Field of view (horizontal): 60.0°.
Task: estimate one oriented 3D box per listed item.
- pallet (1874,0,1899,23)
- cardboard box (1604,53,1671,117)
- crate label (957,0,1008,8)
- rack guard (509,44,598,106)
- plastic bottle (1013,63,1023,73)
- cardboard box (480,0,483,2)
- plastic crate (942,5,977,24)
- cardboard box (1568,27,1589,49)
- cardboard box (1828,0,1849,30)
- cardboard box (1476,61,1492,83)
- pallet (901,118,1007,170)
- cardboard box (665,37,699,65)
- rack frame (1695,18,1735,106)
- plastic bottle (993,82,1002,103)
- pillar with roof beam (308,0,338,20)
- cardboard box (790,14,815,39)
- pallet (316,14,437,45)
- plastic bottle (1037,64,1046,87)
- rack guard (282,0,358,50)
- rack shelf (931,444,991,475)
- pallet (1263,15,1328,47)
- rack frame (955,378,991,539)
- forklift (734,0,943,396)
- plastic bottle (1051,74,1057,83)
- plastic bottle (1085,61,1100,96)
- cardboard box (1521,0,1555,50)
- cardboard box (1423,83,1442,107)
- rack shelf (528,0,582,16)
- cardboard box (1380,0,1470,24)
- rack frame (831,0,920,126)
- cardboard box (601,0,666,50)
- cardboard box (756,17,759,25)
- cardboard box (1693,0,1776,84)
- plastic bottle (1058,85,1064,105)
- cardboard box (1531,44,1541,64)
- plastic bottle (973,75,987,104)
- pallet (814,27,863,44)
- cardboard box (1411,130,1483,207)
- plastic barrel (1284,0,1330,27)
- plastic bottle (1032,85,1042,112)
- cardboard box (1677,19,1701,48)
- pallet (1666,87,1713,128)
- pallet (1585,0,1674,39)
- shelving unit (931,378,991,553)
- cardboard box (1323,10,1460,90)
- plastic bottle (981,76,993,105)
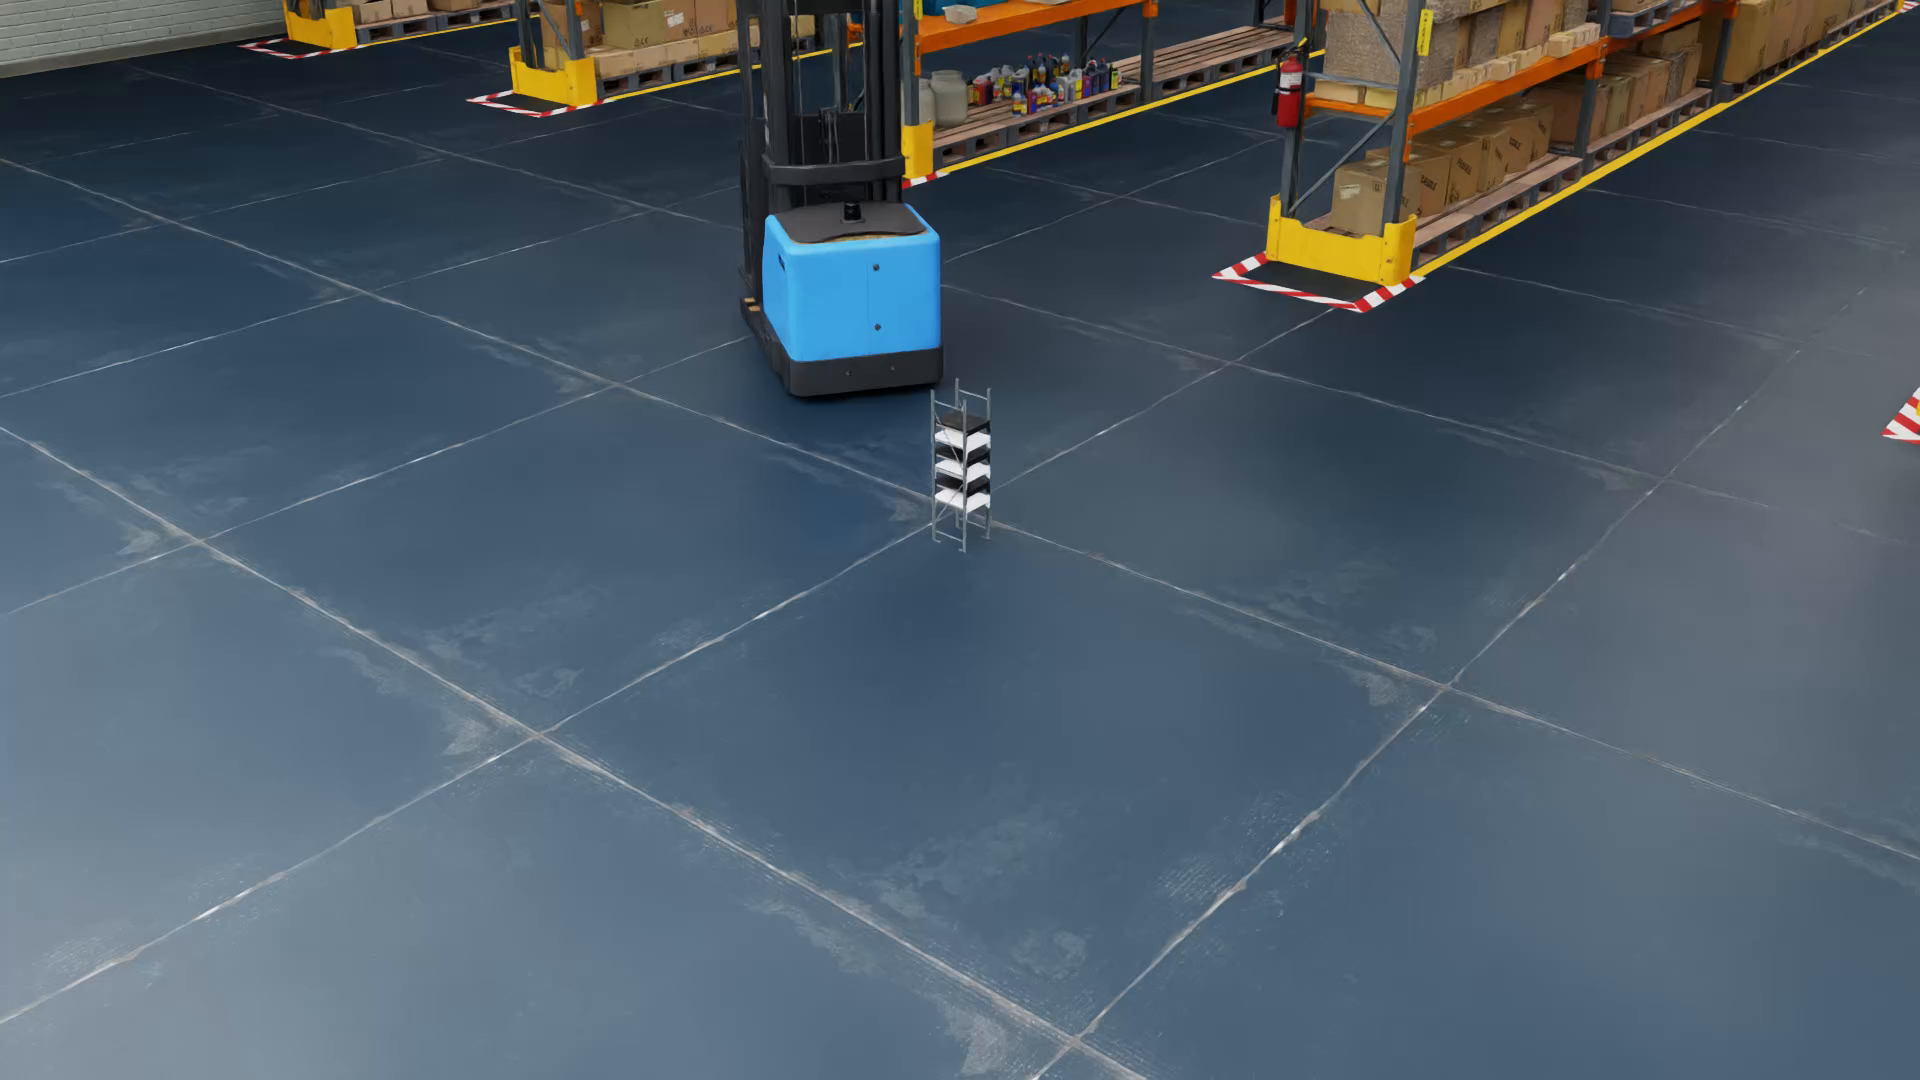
[{"bbox_3d":[12.744,-7.655,23.817,1.003,0.211,1.213,21,34,34],"label":"pallet"},{"bbox_3d":[6.994,-4.802,17.509,0.700,0.500,0.500,24,36,38],"label":"cardboard box"},{"bbox_3d":[0.155,-5.722,17.007,0.502,0.435,0.616,21,34,34],"label":"crate label"},{"bbox_3d":[-4.642,-5.305,18.960,1.175,0.500,0.348,21,34,34],"label":"rack guard"},{"bbox_3d":[0.646,-5.103,18.328,0.061,0.283,0.133,23,35,37],"label":"plastic bottle"},{"bbox_3d":[-6.940,-7.656,23.409,0.380,0.149,0.250,18,32,30],"label":"cardboard box"},{"bbox_3d":[0.011,-5.081,16.094,0.298,0.136,0.250,21,34,34],"label":"plastic crate"},{"bbox_3d":[5.483,-4.586,15.123,0.380,0.149,0.250,21,34,34],"label":"cardboard box"},{"bbox_3d":[11.129,-7.235,21.826,0.875,0.875,0.875,21,34,34],"label":"cardboard box"},{"bbox_3d":[4.170,-3.892,13.782,0.380,0.149,0.250,21,34,34],"label":"cardboard box"},{"bbox_3d":[-0.274,-4.063,16.875,1.003,0.211,1.213,21,34,34],"label":"pallet"},{"bbox_3d":[-3.480,-5.869,19.867,0.500,0.250,0.500,21,34,34],"label":"cardboard box"},{"bbox_3d":[8.103,-6.363,18.286,1.000,3.000,0.127,21,34,34],"label":"rack frame"},{"bbox_3d":[0.401,-4.807,17.844,0.097,0.201,0.097,0,27,0],"label":"plastic bottle"},{"bbox_3d":[-5.352,-9.777,18.356,9.100,9.000,0.400,21,34,34],"label":"pillar with roof beam"},{"bbox_3d":[-2.209,-6.579,21.238,0.500,0.250,0.500,21,34,34],"label":"cardboard box"},{"bbox_3d":[-7.859,-6.936,22.428,1.003,0.211,1.213,21,34,34],"label":"pallet"},{"bbox_3d":[0.905,-5.125,18.382,0.097,0.271,0.097,0,27,0],"label":"plastic bottle"},{"bbox_3d":[-8.403,-6.787,21.825,1.175,0.500,0.348,21,34,34],"label":"rack guard"},{"bbox_3d":[0.005,-0.453,9.023,0.258,0.077,0.200,21,34,34],"label":"rack shelf"},{"bbox_3d":[4.751,-6.864,22.289,1.003,0.211,1.213,21,34,34],"label":"pallet"},{"bbox_3d":[0.070,-0.439,9.118,0.240,0.900,0.006,21,34,34],"label":"rack frame"},{"bbox_3d":[-1.014,-2.904,11.673,1.130,2.935,3.031,-8,28,-14],"label":"forklift"},{"bbox_3d":[1.034,-4.861,17.859,0.061,0.283,0.133,21,34,34],"label":"plastic bottle"},{"bbox_3d":[1.428,-5.031,18.115,0.144,0.351,0.185,19,33,32],"label":"plastic bottle"},{"bbox_3d":[4.640,-4.607,14.457,0.875,0.500,0.500,21,34,34],"label":"cardboard box"},{"bbox_3d":[3.554,-3.530,13.082,0.380,0.149,0.250,21,34,34],"label":"cardboard box"},{"bbox_3d":[-3.355,-6.813,19.938,1.077,0.370,4.000,21,34,34],"label":"rack shelf"},{"bbox_3d":[3.575,-4.263,12.705,0.500,0.500,0.500,21,34,34],"label":"cardboard box"},{"bbox_3d":[-0.807,-4.975,15.601,1.000,3.000,0.127,21,34,34],"label":"rack frame"},{"bbox_3d":[-3.797,-6.025,19.351,0.500,0.500,0.500,21,34,34],"label":"cardboard box"},{"bbox_3d":[-2.536,-6.738,20.729,0.500,0.500,0.500,21,34,34],"label":"cardboard box"},{"bbox_3d":[8.558,-5.845,19.139,1.225,0.875,0.875,19,33,32],"label":"cardboard box"},{"bbox_3d":[1.062,-4.744,17.722,0.097,0.201,0.097,0,27,0],"label":"plastic bottle"},{"bbox_3d":[4.816,-4.243,14.460,0.380,0.149,0.250,21,34,34],"label":"cardboard box"},{"bbox_3d":[0.204,-4.821,17.790,0.152,0.276,0.135,21,34,35],"label":"plastic bottle"},{"bbox_3d":[-1.644,-6.876,22.311,1.003,0.211,1.213,21,34,34],"label":"pallet"},{"bbox_3d":[4.192,-3.258,14.547,0.500,0.500,0.500,25,36,39],"label":"cardboard box"},{"bbox_3d":[4.580,-7.212,21.831,0.600,0.830,0.708,21,34,34],"label":"plastic barrel"},{"bbox_3d":[0.805,-4.631,17.429,0.097,0.271,0.097,0,27,0],"label":"plastic bottle"},{"bbox_3d":[7.700,-5.535,18.111,0.500,0.250,0.500,22,35,36],"label":"cardboard box"},{"bbox_3d":[7.605,-4.848,18.392,1.003,0.211,1.213,21,34,34],"label":"pallet"},{"bbox_3d":[6.158,-5.088,16.030,1.003,0.211,1.213,21,34,34],"label":"pallet"},{"bbox_3d":[0.005,-0.403,9.049,0.258,0.900,0.210,21,34,34],"label":"shelving unit"},{"bbox_3d":[3.386,-3.891,13.073,0.875,0.500,0.500,21,34,34],"label":"cardboard box"},{"bbox_3d":[0.287,-4.793,17.728,0.061,0.283,0.133,21,34,34],"label":"plastic bottle"}]
